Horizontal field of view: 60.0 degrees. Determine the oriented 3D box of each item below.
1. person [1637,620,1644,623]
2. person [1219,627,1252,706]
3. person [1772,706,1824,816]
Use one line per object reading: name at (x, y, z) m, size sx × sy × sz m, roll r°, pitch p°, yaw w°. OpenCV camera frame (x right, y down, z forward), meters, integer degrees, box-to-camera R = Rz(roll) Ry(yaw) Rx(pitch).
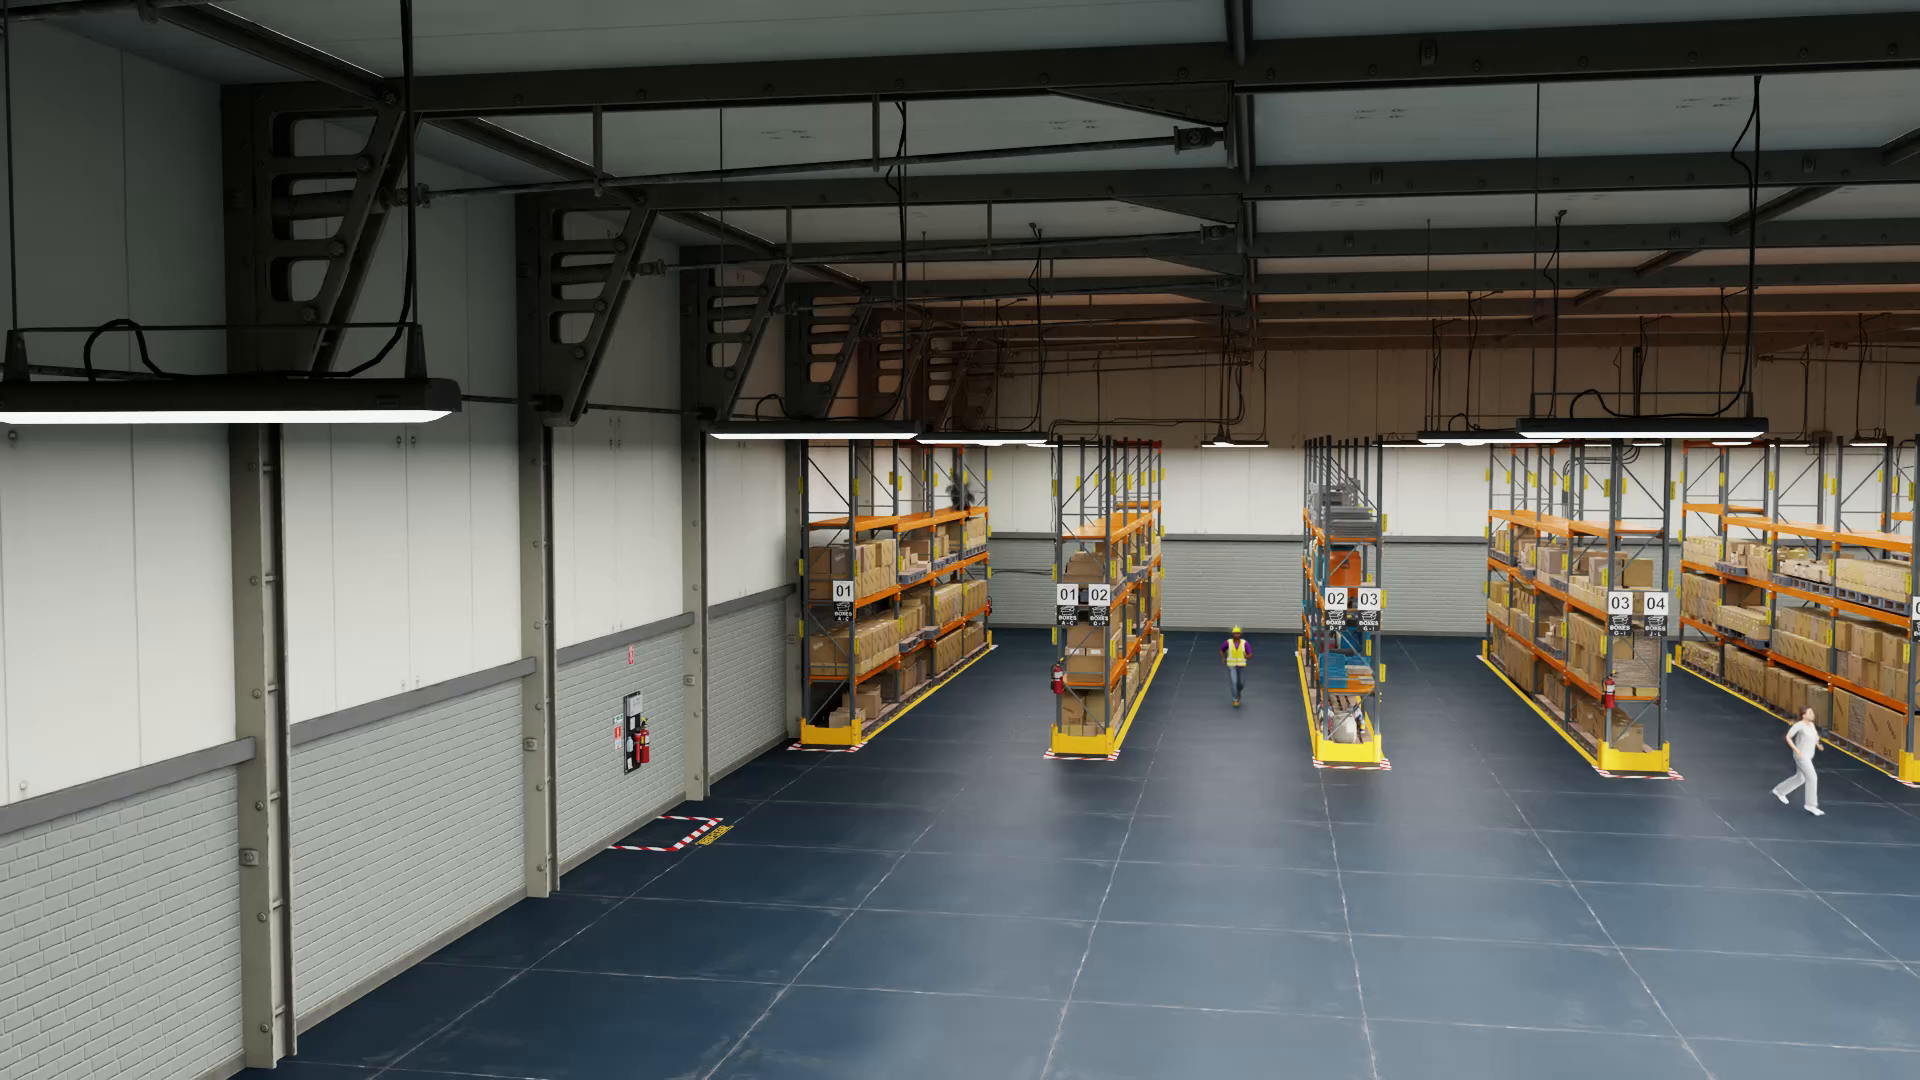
person at (17.969, 2.480, 44.778) m, size 0.616 × 1.636 × 0.717 m, roll -2°, pitch 4°, yaw -35°
person at (6.202, 2.829, 37.325) m, size 0.714 × 1.745 × 0.907 m, roll 0°, pitch 3°, yaw 2°
person at (13.322, 3.456, 26.376) m, size 0.563 × 1.701 × 0.839 m, roll -2°, pitch 4°, yaw -38°
